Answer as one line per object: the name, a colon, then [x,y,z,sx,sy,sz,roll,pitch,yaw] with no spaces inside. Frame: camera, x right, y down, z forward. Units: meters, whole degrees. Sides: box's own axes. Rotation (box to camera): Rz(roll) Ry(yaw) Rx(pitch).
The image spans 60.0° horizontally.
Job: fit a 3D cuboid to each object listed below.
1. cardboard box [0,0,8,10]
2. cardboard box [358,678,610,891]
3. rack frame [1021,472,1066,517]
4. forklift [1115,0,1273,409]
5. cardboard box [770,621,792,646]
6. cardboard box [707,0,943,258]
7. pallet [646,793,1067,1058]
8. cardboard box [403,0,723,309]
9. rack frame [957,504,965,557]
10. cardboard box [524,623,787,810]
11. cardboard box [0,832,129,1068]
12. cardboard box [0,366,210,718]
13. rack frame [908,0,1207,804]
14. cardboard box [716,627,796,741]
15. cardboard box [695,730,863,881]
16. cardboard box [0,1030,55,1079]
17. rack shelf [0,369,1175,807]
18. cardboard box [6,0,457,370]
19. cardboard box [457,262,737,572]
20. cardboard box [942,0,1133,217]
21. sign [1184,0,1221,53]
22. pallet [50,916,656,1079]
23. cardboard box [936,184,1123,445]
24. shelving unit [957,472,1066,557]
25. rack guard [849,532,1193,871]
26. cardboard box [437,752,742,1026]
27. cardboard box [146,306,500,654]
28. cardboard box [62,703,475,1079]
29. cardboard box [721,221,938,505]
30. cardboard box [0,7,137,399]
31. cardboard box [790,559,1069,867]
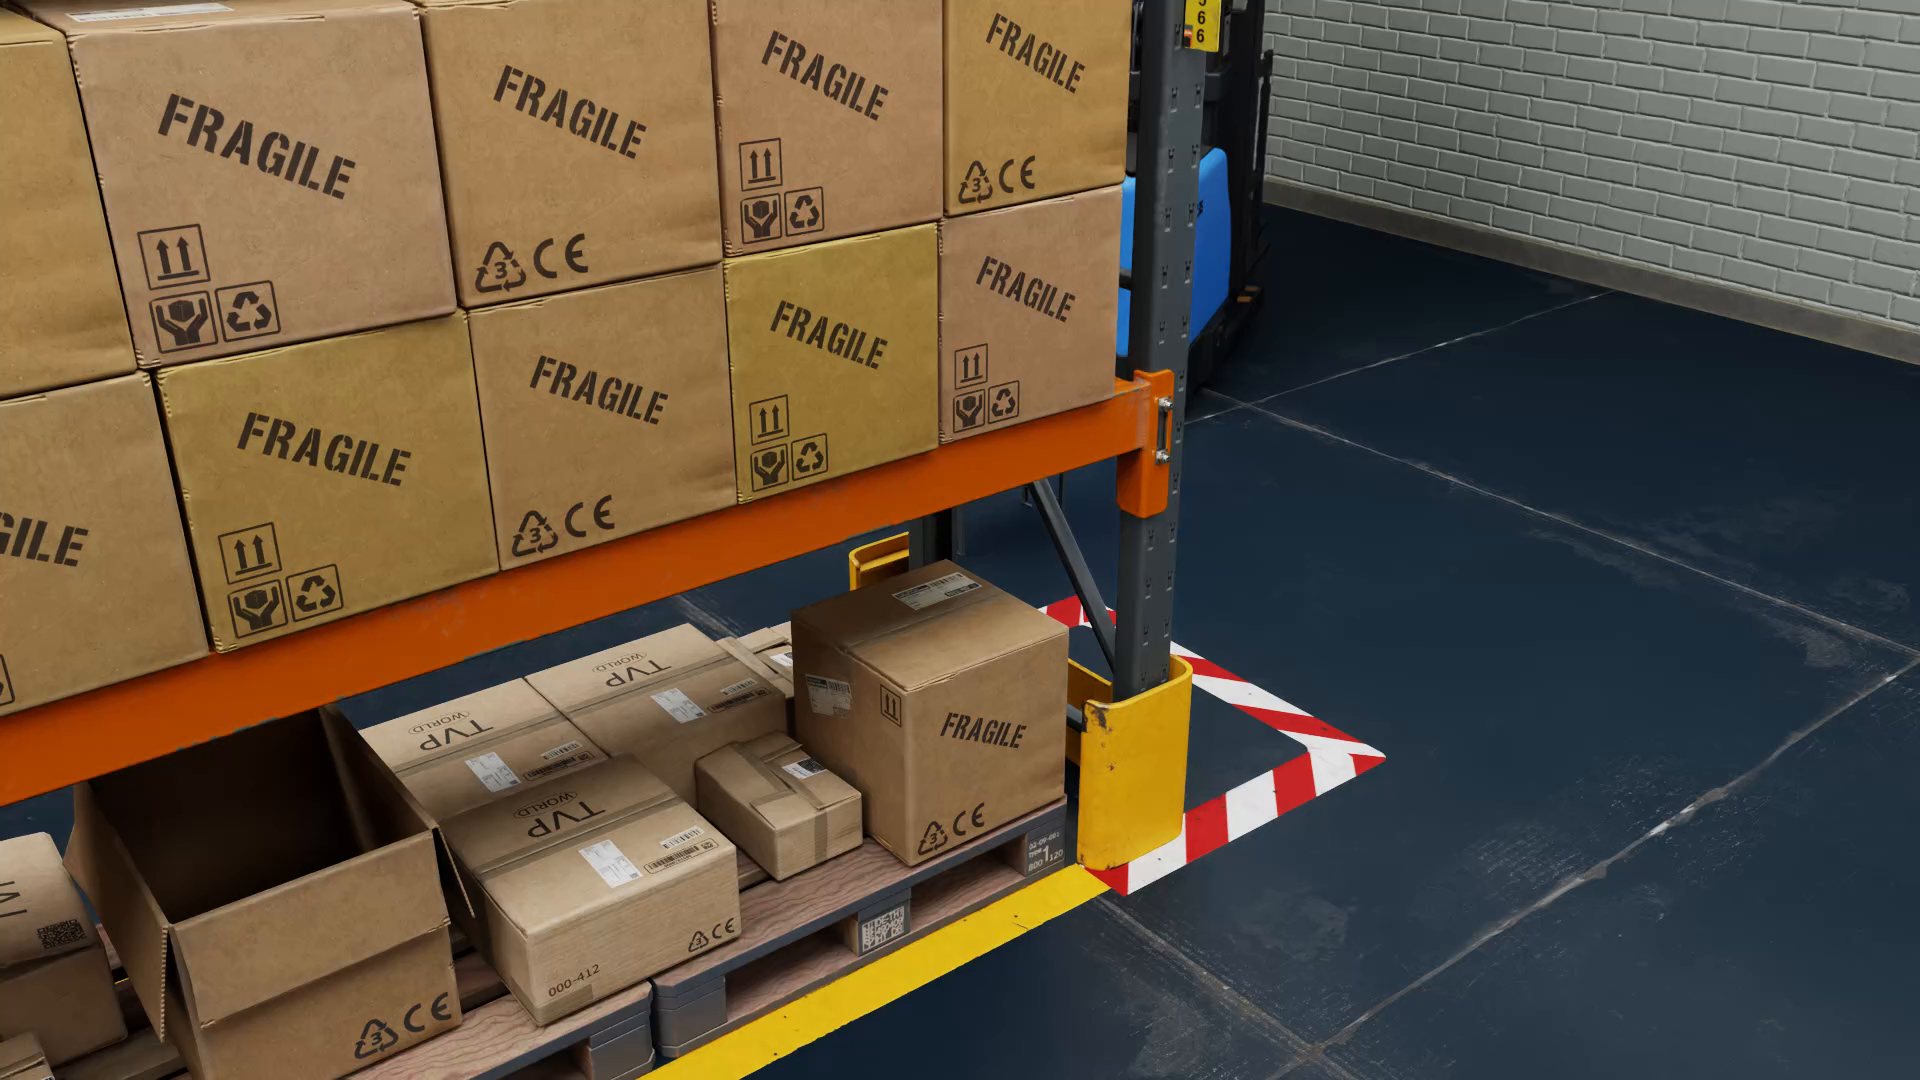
cardboard box: [-1.517,-0.809,3.123,0.500,0.500,0.500,-19,31,-34]
cardboard box: [-1.192,0.618,4.099,0.500,0.250,0.500,-18,31,-34]
rack frame: [0.322,-0.651,6.227,0.015,1.200,0.240,-18,31,-34]
forklift: [0.974,-2.482,8.116,1.130,2.935,3.031,9,26,18]
cardboard box: [-0.344,0.352,4.793,0.250,0.149,0.380,-18,31,-34]
cardboard box: [-0.380,-0.898,3.314,0.500,0.500,0.500,-17,30,-33]
pallet: [-0.489,0.755,4.372,1.213,0.211,1.003,-18,31,-34]
cardboard box: [-0.785,-0.761,3.021,0.500,0.500,0.500,-17,30,-33]
rack frame: [-0.062,-0.524,5.954,0.015,1.200,0.240,-18,31,-34]
cardboard box: [-0.799,0.488,4.379,0.500,0.250,0.500,-18,31,-34]
cardboard box: [-2.086,0.885,3.450,0.500,0.311,0.500,-18,31,-34]
cardboard box: [-1.585,-0.049,2.673,0.500,0.500,0.500,-18,31,-34]
rack frame: [0.198,-0.737,4.275,0.127,3.000,1.000,-18,31,-34]
cardboard box: [-0.540,0.409,4.649,0.250,0.166,0.380,-18,31,-34]
cardboard box: [-0.452,0.647,4.136,0.250,0.166,0.380,-18,31,-34]
cardboard box: [-1.811,1.122,3.111,0.250,0.166,0.380,-18,31,-34]
rack shelf: [-1.376,0.109,3.307,4.000,0.370,1.077,-18,31,-34]
cardboard box: [-1.189,-0.628,2.733,0.500,0.500,0.500,-17,30,-32]
cardboard box: [-0.789,-0.312,3.240,0.500,0.500,0.500,-18,30,-34]
cardboard box: [0.017,-1.029,3.598,0.500,0.500,0.500,-19,31,-34]
sign: [0.525,-1.216,3.557,0.005,0.325,0.100,-18,31,-34]
pallet: [-1.448,1.070,3.693,1.213,0.211,1.003,-18,31,-34]
cardboard box: [0.013,-0.576,3.809,0.500,0.500,0.500,-17,30,-32]
shelving unit: [0.130,-0.587,6.090,0.503,1.200,0.258,-18,31,-34]
rack guard: [0.138,0.417,4.758,0.348,0.500,1.175,-18,31,-34]
cardboard box: [-0.844,0.770,3.770,0.500,0.250,0.500,-18,31,-34]
cardboard box: [-1.185,-0.181,2.958,0.500,0.500,0.500,-19,31,-35]
cardboard box: [-1.475,0.745,3.524,0.637,0.503,0.797,-18,31,-34]
cardboard box: [-0.393,-0.440,3.516,0.500,0.500,0.500,-18,30,-34]
cardboard box: [-1.595,-0.493,2.444,0.500,0.500,0.500,-19,31,-35]
cardboard box: [-0.078,0.420,4.228,0.500,0.500,0.500,-18,31,-34]
